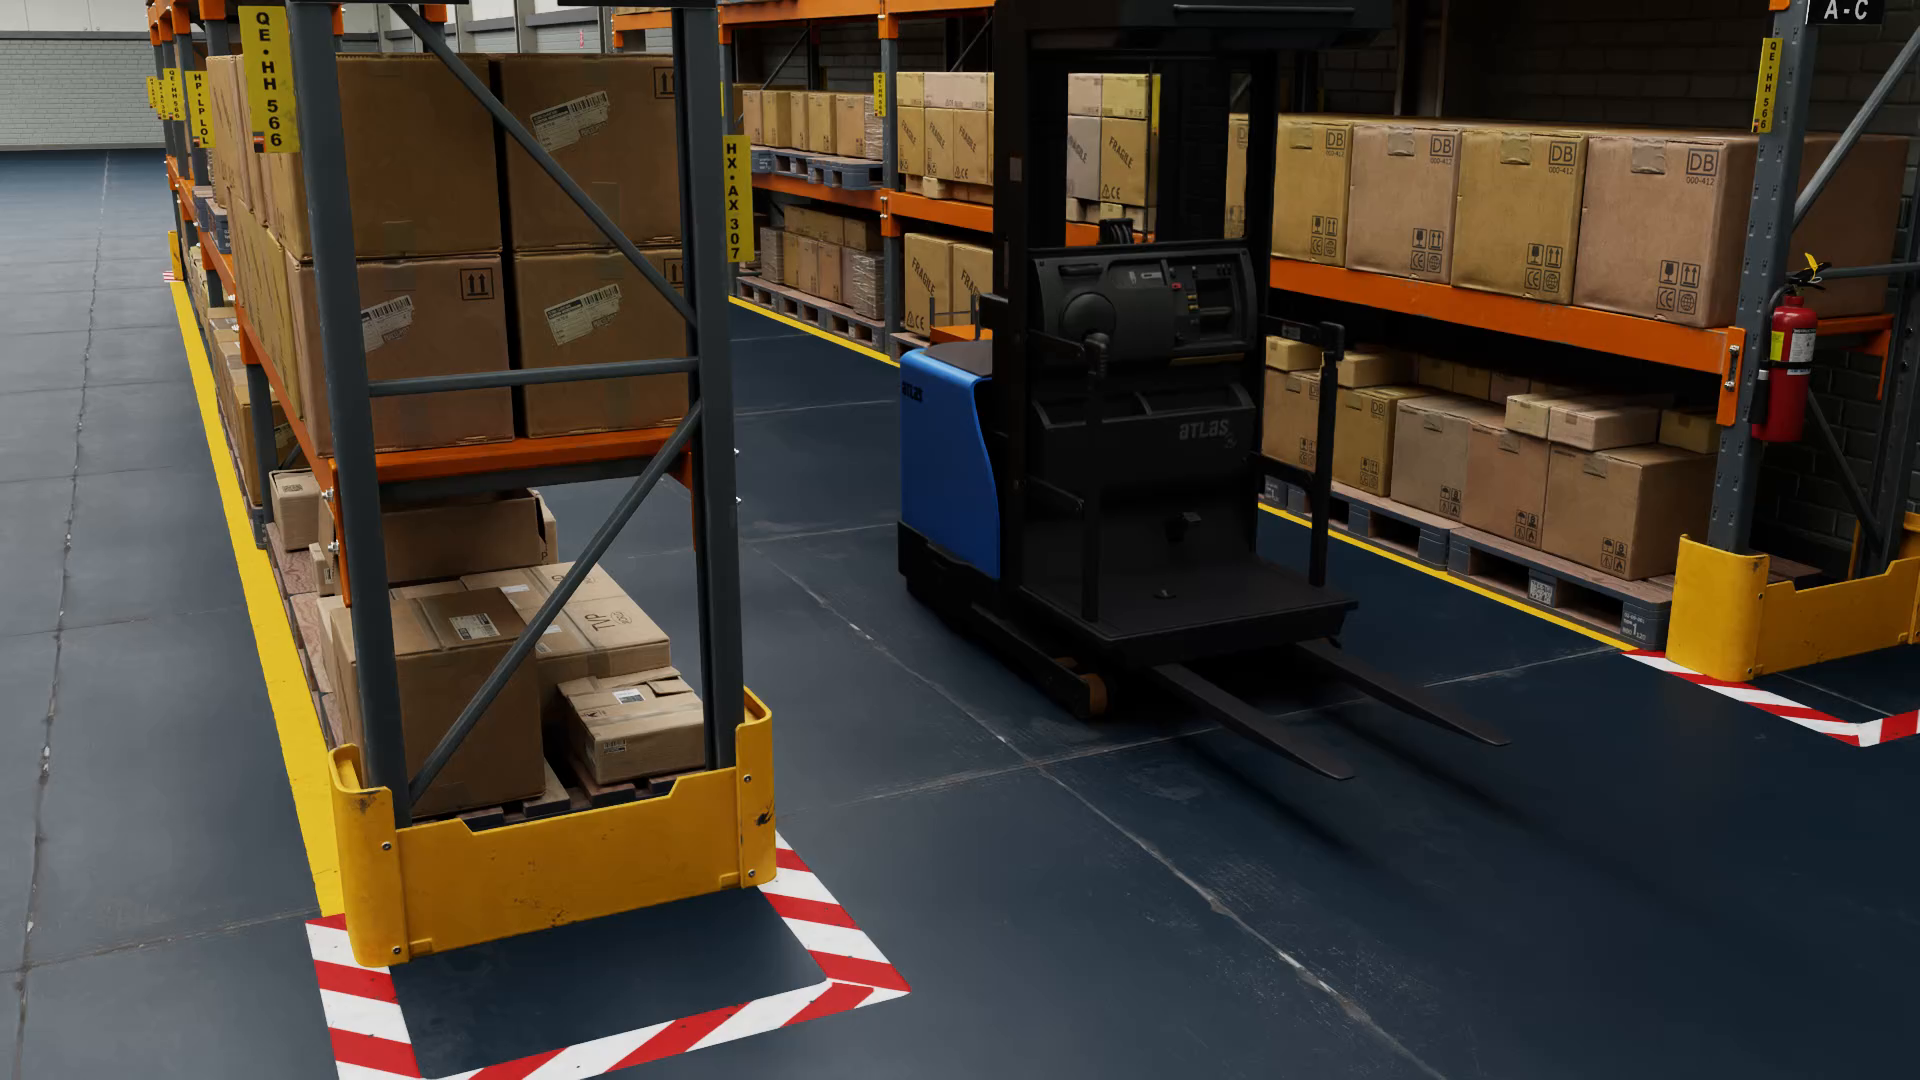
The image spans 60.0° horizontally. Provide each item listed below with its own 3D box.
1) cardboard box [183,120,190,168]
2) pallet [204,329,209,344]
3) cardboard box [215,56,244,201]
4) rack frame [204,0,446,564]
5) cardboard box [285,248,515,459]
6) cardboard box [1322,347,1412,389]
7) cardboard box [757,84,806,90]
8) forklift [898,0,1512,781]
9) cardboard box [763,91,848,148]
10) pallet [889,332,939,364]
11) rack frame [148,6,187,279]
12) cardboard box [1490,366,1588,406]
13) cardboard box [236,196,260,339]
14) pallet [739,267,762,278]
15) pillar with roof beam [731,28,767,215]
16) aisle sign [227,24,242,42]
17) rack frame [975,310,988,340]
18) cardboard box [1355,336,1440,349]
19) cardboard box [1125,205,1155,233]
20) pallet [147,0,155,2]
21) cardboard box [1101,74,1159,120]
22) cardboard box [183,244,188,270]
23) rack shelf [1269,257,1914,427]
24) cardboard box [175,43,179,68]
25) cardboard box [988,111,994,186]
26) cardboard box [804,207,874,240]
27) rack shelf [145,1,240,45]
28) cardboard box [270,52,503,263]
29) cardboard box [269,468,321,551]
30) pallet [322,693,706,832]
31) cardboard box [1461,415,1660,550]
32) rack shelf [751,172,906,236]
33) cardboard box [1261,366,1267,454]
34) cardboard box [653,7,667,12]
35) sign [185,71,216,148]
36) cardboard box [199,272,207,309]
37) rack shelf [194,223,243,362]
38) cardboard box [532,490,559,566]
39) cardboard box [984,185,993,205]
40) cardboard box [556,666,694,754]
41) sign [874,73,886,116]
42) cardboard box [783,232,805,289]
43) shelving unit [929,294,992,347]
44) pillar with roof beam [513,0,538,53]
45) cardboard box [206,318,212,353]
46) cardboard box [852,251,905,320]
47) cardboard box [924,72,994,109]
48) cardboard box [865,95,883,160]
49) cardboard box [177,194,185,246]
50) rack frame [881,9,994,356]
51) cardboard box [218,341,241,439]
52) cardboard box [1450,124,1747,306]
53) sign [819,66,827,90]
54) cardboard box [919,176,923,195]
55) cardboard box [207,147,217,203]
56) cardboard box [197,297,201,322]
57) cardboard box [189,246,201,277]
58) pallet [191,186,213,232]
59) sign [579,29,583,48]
[{"bbox_3d":[-7.215,-3.925,16.309,0.700,0.500,0.500,-7,17,-23],"label":"cardboard box"},{"bbox_3d":[-5.979,-1.868,14.376,1.003,0.211,1.213,-8,18,-25],"label":"pallet"},{"bbox_3d":[-2.427,-1.525,6.132,0.500,0.500,0.500,-8,18,-27],"label":"cardboard box"},{"bbox_3d":[-2.832,-1.402,7.699,1.000,3.000,0.127,-8,18,-25],"label":"rack frame"},{"bbox_3d":[-1.520,-0.537,4.502,0.500,0.500,0.500,-7,17,-23],"label":"cardboard box"},{"bbox_3d":[2.070,-0.880,8.473,0.380,0.149,0.250,-8,18,-26],"label":"cardboard box"},{"bbox_3d":[-1.903,-4.425,17.110,0.500,0.500,0.500,-8,18,-26],"label":"cardboard box"},{"bbox_3d":[0.799,-0.899,6.069,1.130,2.935,3.031,-7,18,-24],"label":"forklift"},{"bbox_3d":[-1.455,-3.975,15.686,0.700,0.500,0.500,-6,17,-19],"label":"cardboard box"},{"bbox_3d":[0.145,-1.449,12.916,1.003,0.211,1.213,-8,18,-25],"label":"pallet"},{"bbox_3d":[-8.089,-4.378,18.068,1.000,3.000,0.127,-8,18,-25],"label":"rack frame"},{"bbox_3d":[2.766,-0.727,7.942,0.380,0.149,0.250,-7,18,-24],"label":"cardboard box"},{"bbox_3d":[-2.409,-1.040,6.256,0.500,0.500,0.500,-8,18,-25],"label":"cardboard box"},{"bbox_3d":[-2.211,-2.807,17.651,1.003,0.211,1.213,-8,18,-25],"label":"pallet"},{"bbox_3d":[-6.423,-7.272,17.276,9.100,9.000,0.400,-8,18,-25],"label":"pillar with roof beam"},{"bbox_3d":[-7.854,-5.679,17.890,0.394,0.787,0.004,-8,18,-25],"label":"aisle sign"},{"bbox_3d":[0.179,-0.475,7.731,0.240,1.200,0.015,-8,18,-25],"label":"rack frame"},{"bbox_3d":[2.319,-0.980,8.824,0.380,0.149,0.250,-8,18,-27],"label":"cardboard box"},{"bbox_3d":[1.217,-1.940,9.993,0.380,0.149,0.250,-7,18,-24],"label":"cardboard box"},{"bbox_3d":[-7.264,-5.296,15.989,1.003,0.211,1.213,-8,18,-25],"label":"pallet"},{"bbox_3d":[1.185,-2.648,9.923,0.500,0.250,0.500,-7,18,-24],"label":"cardboard box"},{"bbox_3d":[-7.832,-2.975,17.402,0.500,0.250,0.500,-8,18,-25],"label":"cardboard box"},{"bbox_3d":[2.496,-1.160,8.160,1.077,0.370,4.000,-8,18,-25],"label":"rack shelf"},{"bbox_3d":[-6.978,-4.416,15.669,0.700,0.500,0.500,-8,18,-25],"label":"cardboard box"},{"bbox_3d":[0.522,-2.661,11.327,0.500,0.500,0.500,-7,17,-23],"label":"cardboard box"},{"bbox_3d":[-1.121,-2.938,15.426,0.500,0.250,0.500,-8,18,-26],"label":"cardboard box"},{"bbox_3d":[-7.213,-4.978,16.025,1.077,0.370,4.000,-8,18,-25],"label":"rack shelf"},{"bbox_3d":[-1.522,-1.016,4.360,0.500,0.500,0.500,-8,18,-25],"label":"cardboard box"},{"bbox_3d":[-2.842,-0.191,7.556,0.500,0.311,0.500,-8,18,-25],"label":"cardboard box"},{"bbox_3d":[-1.463,0.714,5.382,1.003,0.211,1.213,-8,18,-25],"label":"pallet"},{"bbox_3d":[2.756,-0.296,7.614,0.700,0.500,0.500,-8,18,-25],"label":"cardboard box"},{"bbox_3d":[-1.009,-3.144,15.072,1.077,0.370,4.000,-8,18,-25],"label":"rack shelf"},{"bbox_3d":[1.855,-0.804,9.386,0.700,0.500,0.500,-7,18,-24],"label":"cardboard box"},{"bbox_3d":[-3.028,-5.968,17.953,0.500,0.500,0.500,-6,17,-21],"label":"cardboard box"},{"bbox_3d":[-3.329,-1.891,7.303,0.100,0.325,0.005,-8,18,-25],"label":"sign"},{"bbox_3d":[-5.487,-1.898,12.632,0.500,0.311,0.500,-8,18,-25],"label":"cardboard box"},{"bbox_3d":[-3.708,-1.552,9.527,1.077,0.370,4.000,-8,18,-25],"label":"rack shelf"},{"bbox_3d":[-1.999,-0.028,6.989,0.500,0.311,0.500,-8,18,-25],"label":"cardboard box"},{"bbox_3d":[0.392,-2.457,11.795,0.380,0.149,0.250,-7,18,-24],"label":"cardboard box"},{"bbox_3d":[-1.064,0.533,5.296,0.380,0.166,0.250,-8,18,-25],"label":"cardboard box"},{"bbox_3d":[-0.617,-3.444,12.859,0.100,0.325,0.005,-8,18,-25],"label":"sign"},{"bbox_3d":[-1.276,-2.693,15.931,0.700,0.500,0.500,-8,18,-26],"label":"cardboard box"},{"bbox_3d":[0.072,-0.536,7.942,0.258,1.200,0.503,-8,18,-25],"label":"shelving unit"},{"bbox_3d":[-11.680,-10.247,27.645,9.100,9.000,0.400,-8,18,-25],"label":"pillar with roof beam"},{"bbox_3d":[-5.263,-1.503,12.273,0.500,0.250,0.500,-8,18,-26],"label":"cardboard box"},{"bbox_3d":[-0.495,-2.176,14.129,0.700,0.500,0.500,-7,18,-24],"label":"cardboard box"},{"bbox_3d":[0.070,-3.278,12.119,0.500,0.250,0.500,-8,18,-26],"label":"cardboard box"},{"bbox_3d":[-0.348,-3.369,13.572,0.700,0.500,0.500,-10,19,-31],"label":"cardboard box"},{"bbox_3d":[-7.833,-3.335,17.298,0.500,0.500,0.500,-8,18,-25],"label":"cardboard box"},{"bbox_3d":[-0.133,-2.994,13.245,1.000,3.000,0.127,-8,18,-25],"label":"rack frame"},{"bbox_3d":[-3.959,-0.874,9.592,0.500,0.500,0.500,-8,18,-27],"label":"cardboard box"},{"bbox_3d":[2.811,-1.459,7.351,0.980,0.700,0.700,-8,18,-25],"label":"cardboard box"},{"bbox_3d":[-1.388,-4.610,16.778,0.100,0.325,0.005,-8,18,-25],"label":"sign"},{"bbox_3d":[-0.094,-2.709,12.673,0.380,0.149,0.250,-7,18,-24],"label":"cardboard box"},{"bbox_3d":[-3.978,-2.252,9.716,0.700,0.500,0.500,-4,17,-14],"label":"cardboard box"},{"bbox_3d":[-6.160,-2.009,14.038,0.500,0.250,0.500,-7,18,-24],"label":"cardboard box"},{"bbox_3d":[-6.380,-2.403,14.394,0.500,0.311,0.500,-8,18,-25],"label":"cardboard box"},{"bbox_3d":[-4.224,-2.142,10.626,1.213,0.211,1.003,-8,18,-25],"label":"pallet"},{"bbox_3d":[-6.144,-8.142,26.981,0.001,0.298,0.199,-8,18,-25],"label":"sign"}]
